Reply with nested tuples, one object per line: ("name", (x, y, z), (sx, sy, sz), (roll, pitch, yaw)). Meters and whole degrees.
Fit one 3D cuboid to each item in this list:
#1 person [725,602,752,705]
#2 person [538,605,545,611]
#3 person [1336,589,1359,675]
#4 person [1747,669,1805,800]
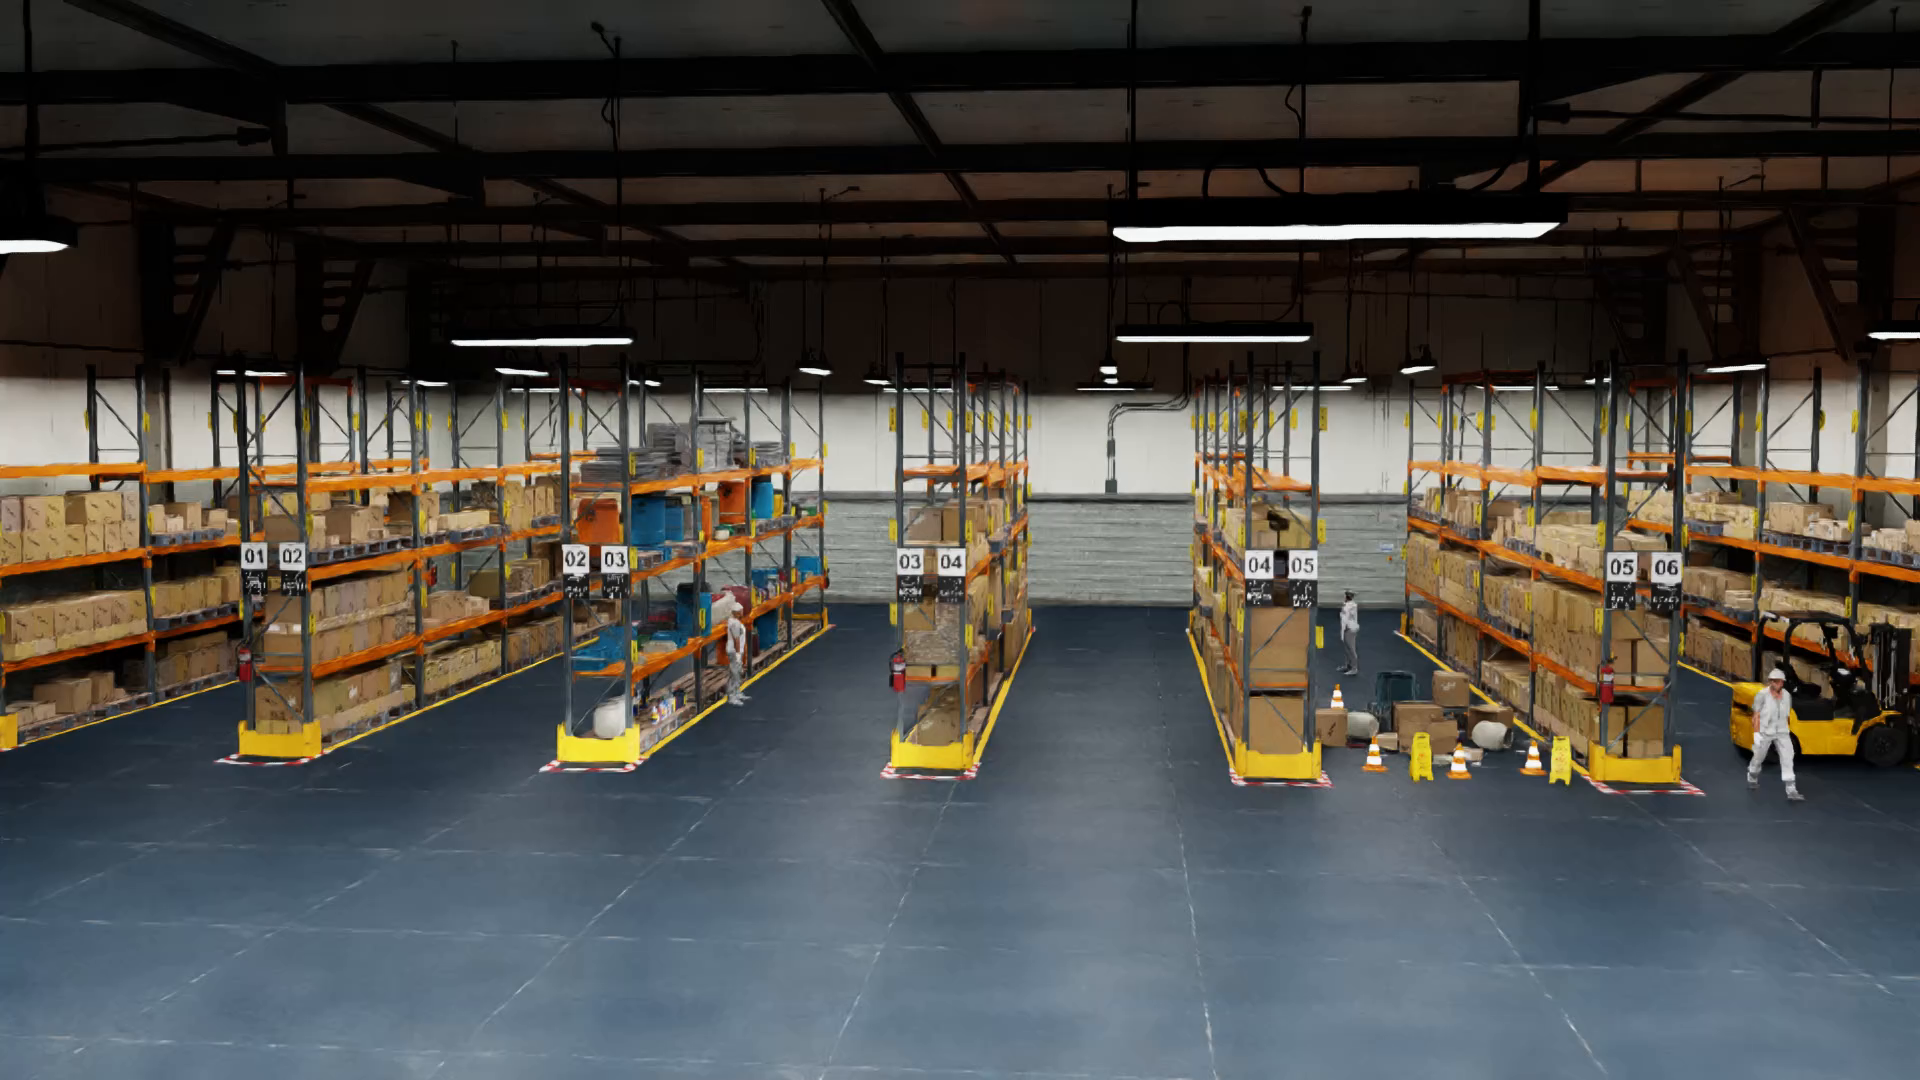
("person", (-3.925, 1.994, 29.495), (0.468, 1.790, 0.618), (-1, 4, -12))
("person", (-11.009, 1.094, 42.983), (0.719, 1.723, 0.507), (-4, 5, -42))
("person", (7.705, 1.809, 33.026), (0.544, 1.667, 0.572), (3, 5, 34))
("person", (10.836, 2.556, 22.134), (0.555, 1.703, 1.116), (0, 4, 3))
